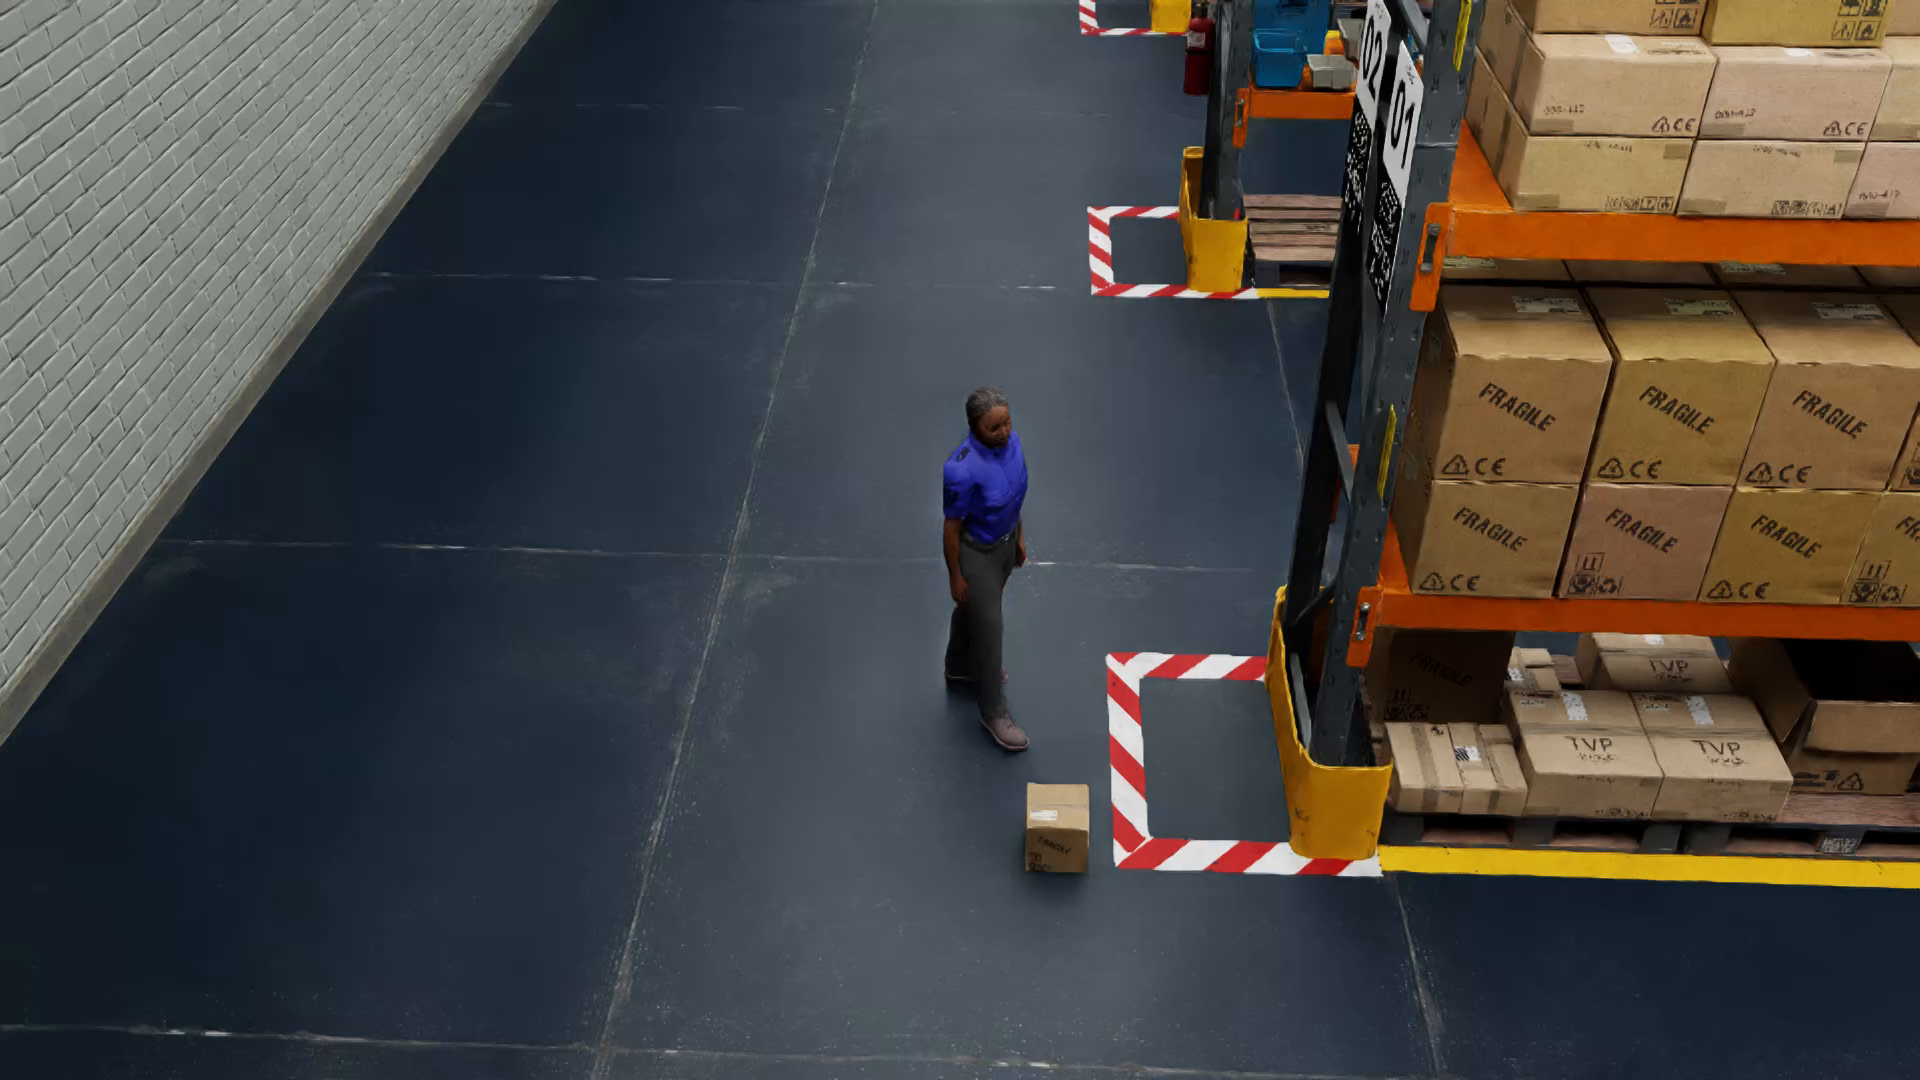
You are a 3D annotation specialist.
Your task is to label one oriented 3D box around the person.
[{"bbox_3d":[0.141,0.070,7.011,0.571,1.653,0.456,19,40,24],"label":"person"}]
